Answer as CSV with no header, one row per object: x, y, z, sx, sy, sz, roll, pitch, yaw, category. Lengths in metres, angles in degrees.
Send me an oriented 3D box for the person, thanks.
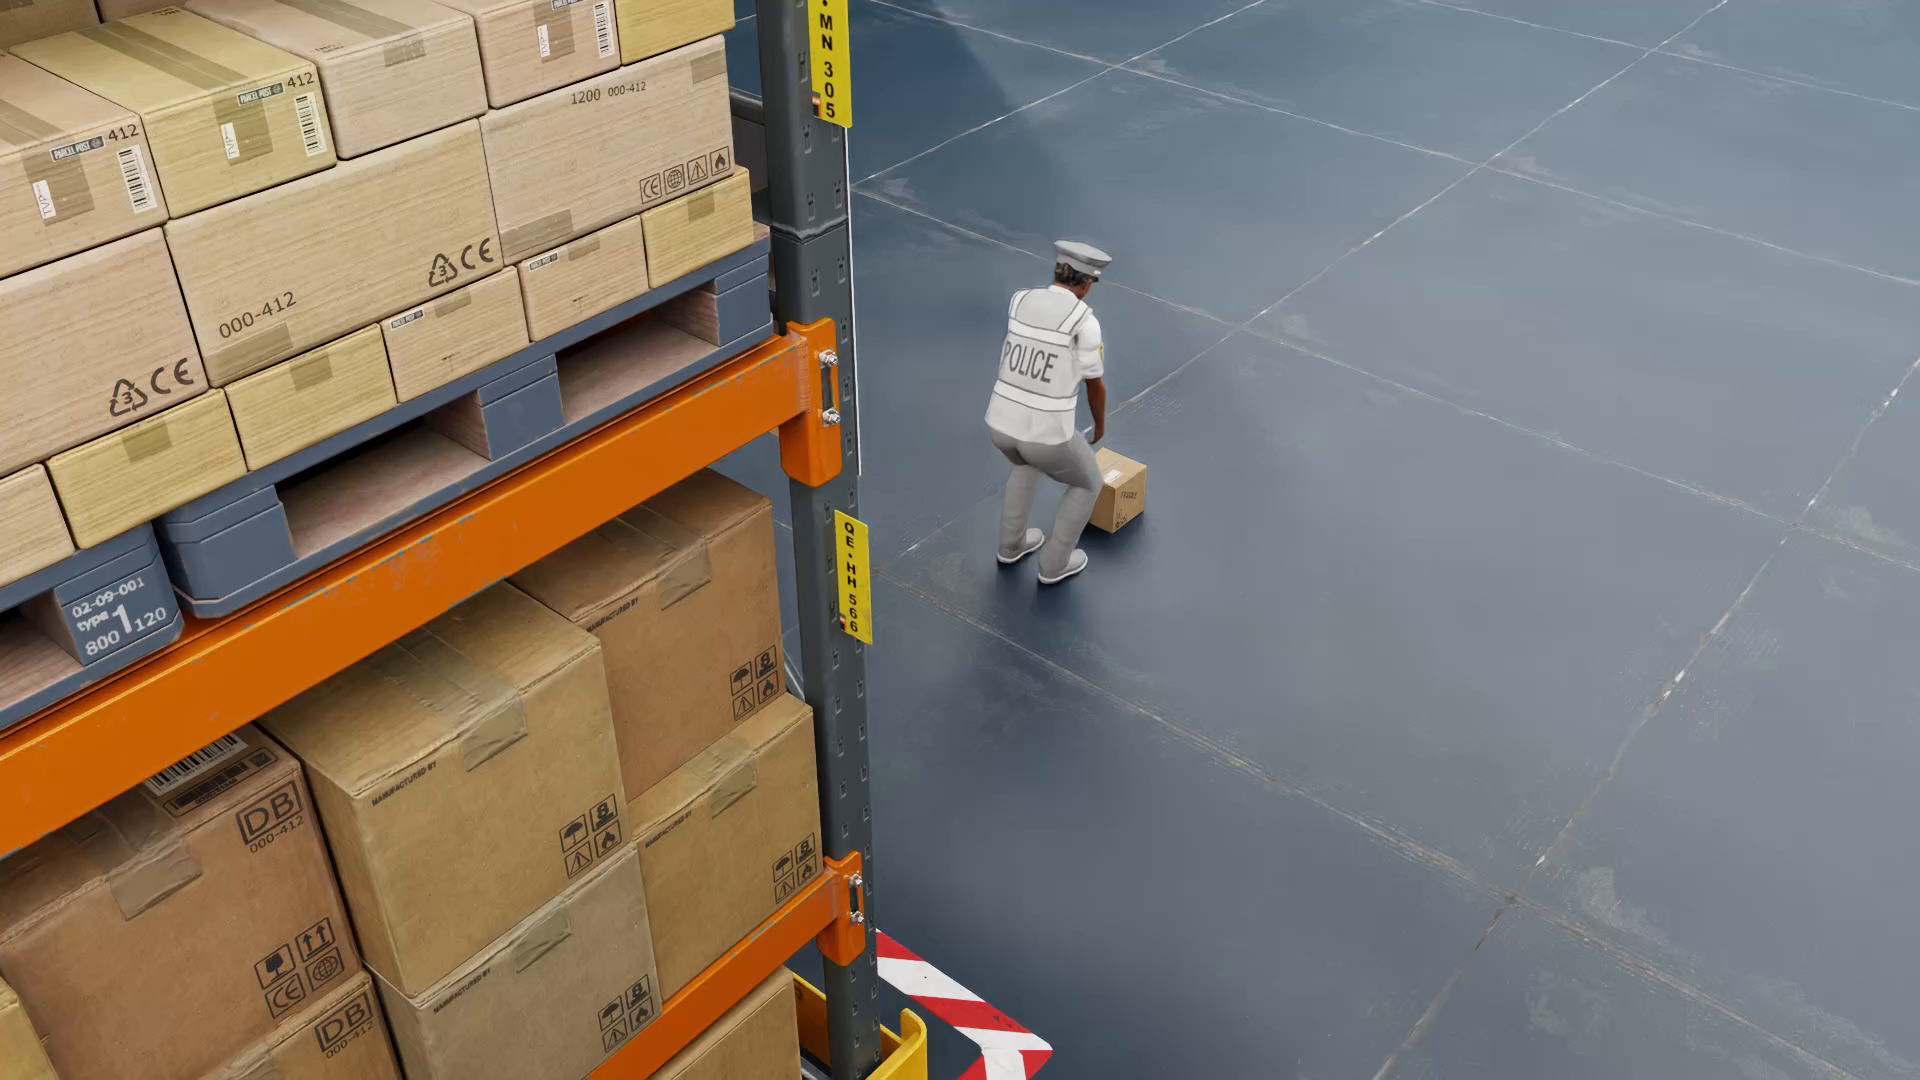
0.416,-0.408,7.231,0.493,1.083,0.835,26,43,31,person
